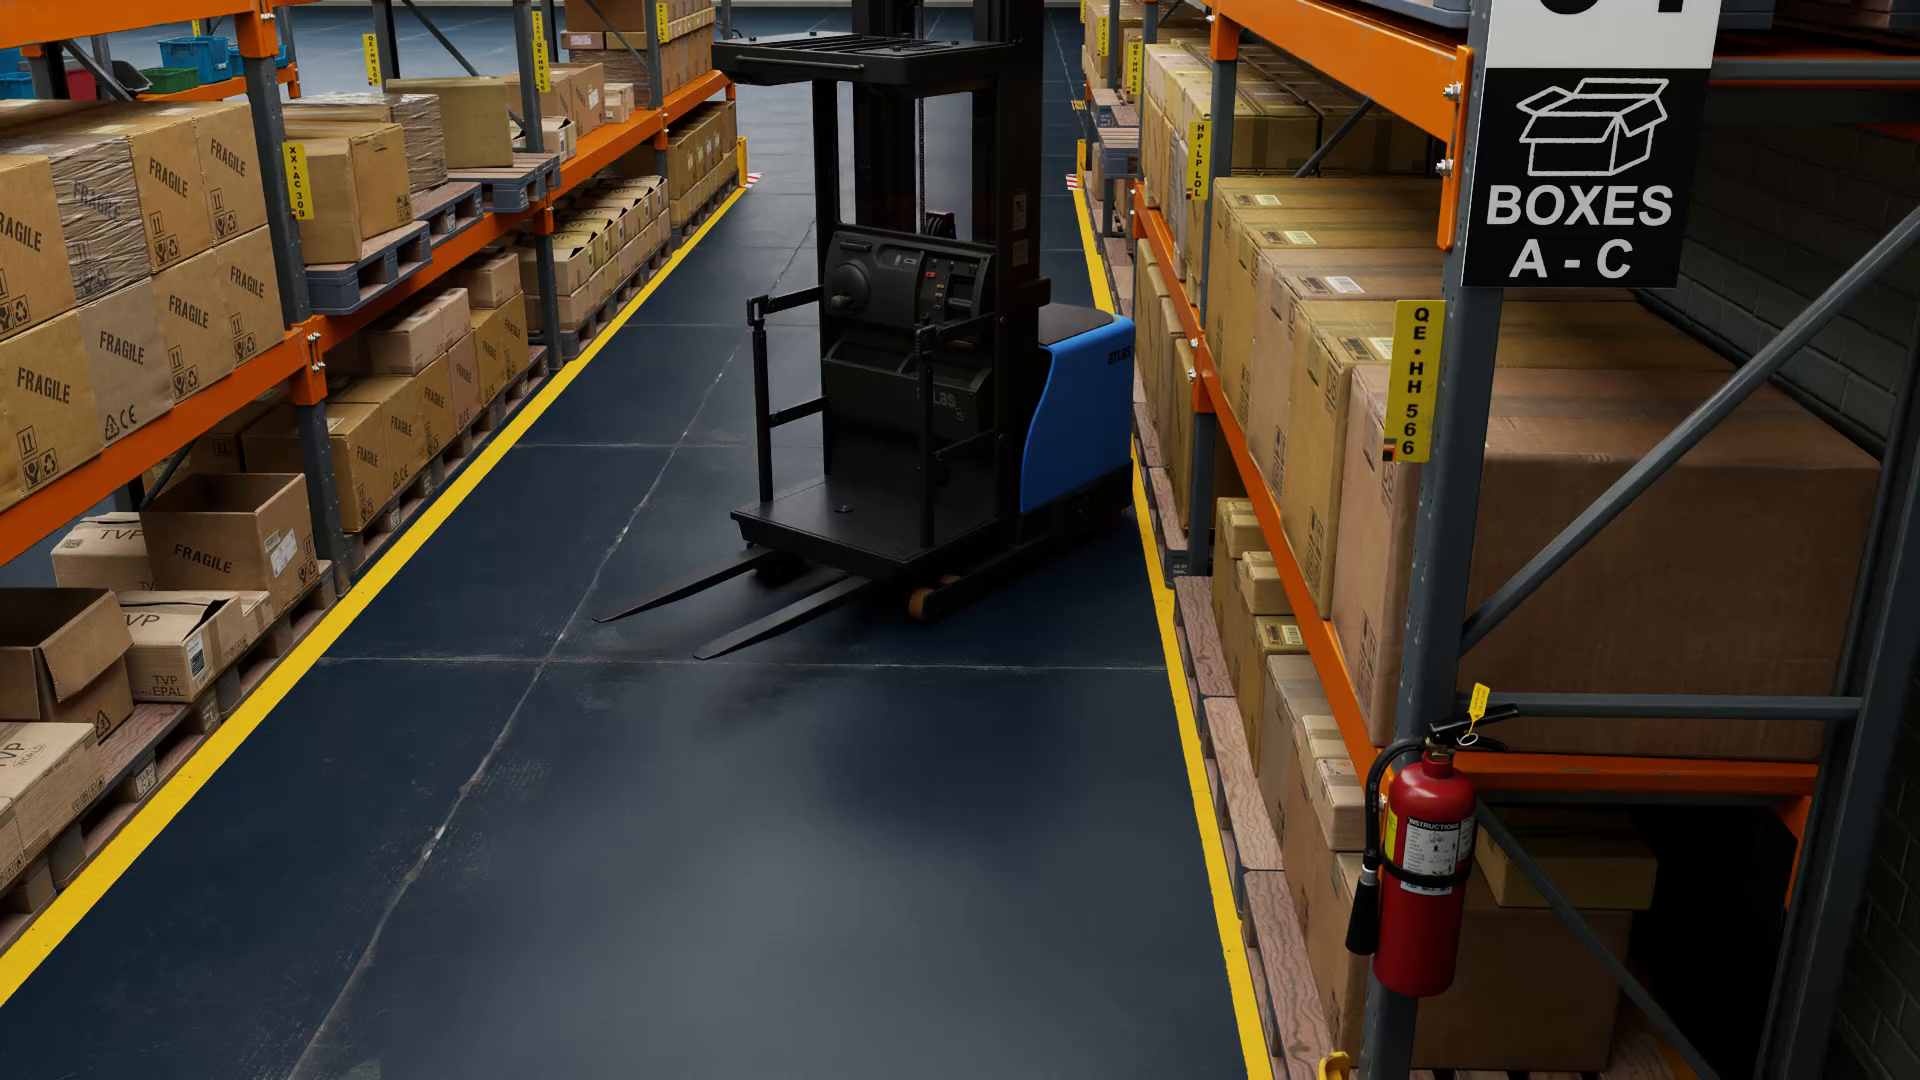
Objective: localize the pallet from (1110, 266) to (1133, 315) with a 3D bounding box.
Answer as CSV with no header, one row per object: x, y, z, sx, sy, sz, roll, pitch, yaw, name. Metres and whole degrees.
1.739,-1.961,13.292,1.003,0.211,1.213,1,21,2,pallet

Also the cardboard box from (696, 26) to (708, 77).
-3.073,-5.172,17.575,0.700,0.500,0.500,1,21,3,cardboard box

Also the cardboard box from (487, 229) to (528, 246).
-3.499,-2.147,12.362,0.500,0.311,0.500,0,21,1,cardboard box

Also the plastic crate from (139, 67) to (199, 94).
-7.784,-4.483,16.229,0.450,0.188,0.662,1,21,2,plastic crate

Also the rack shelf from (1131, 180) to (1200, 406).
1.613,-1.480,9.192,1.077,0.370,4.000,1,21,2,rack shelf

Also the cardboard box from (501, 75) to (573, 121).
-3.243,-3.245,12.608,0.500,0.500,0.500,0,21,-1,cardboard box

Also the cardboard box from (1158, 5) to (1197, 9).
2.063,-4.997,16.403,0.500,0.500,0.500,1,21,2,cardboard box

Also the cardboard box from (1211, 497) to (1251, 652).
1.427,0.146,6.880,0.700,0.500,0.500,1,21,2,cardboard box

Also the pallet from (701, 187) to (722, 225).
-3.056,-3.468,17.174,1.003,0.211,1.213,1,21,2,pallet

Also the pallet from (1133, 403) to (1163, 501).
1.534,-0.515,9.563,1.003,0.211,1.213,1,21,2,pallet

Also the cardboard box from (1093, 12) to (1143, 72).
1.510,-4.629,15.455,0.500,0.500,0.500,1,21,1,cardboard box

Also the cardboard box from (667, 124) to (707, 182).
-2.799,-3.827,16.431,0.500,0.500,0.500,1,21,2,cardboard box

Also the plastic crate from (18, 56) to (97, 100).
-7.816,-3.945,14.462,0.402,0.464,0.583,1,21,2,plastic crate

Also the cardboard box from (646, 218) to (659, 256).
-2.896,-2.616,14.345,0.500,0.250,0.500,0,21,1,cardboard box

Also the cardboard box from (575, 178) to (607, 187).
-3.418,-3.067,14.732,0.500,0.311,0.500,1,21,2,cardboard box

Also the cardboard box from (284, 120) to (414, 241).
-3.204,-1.806,8.319,0.700,0.500,0.500,4,22,10,cardboard box

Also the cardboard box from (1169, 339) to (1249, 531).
1.442,-0.523,8.120,0.750,0.750,0.750,1,21,2,cardboard box

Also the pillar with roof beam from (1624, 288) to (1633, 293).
-1.908,-3.674,5.558,9.100,9.000,0.400,1,21,2,pillar with roof beam

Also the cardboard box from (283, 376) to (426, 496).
-3.136,-0.551,8.649,0.500,0.500,0.500,1,21,2,cardboard box

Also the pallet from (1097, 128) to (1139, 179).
1.589,-2.708,11.627,1.213,0.211,1.003,1,21,2,pallet

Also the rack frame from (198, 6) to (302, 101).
-7.986,-5.540,18.661,1.000,3.000,0.127,1,21,2,rack frame

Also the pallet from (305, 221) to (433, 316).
-3.266,-1.344,8.111,1.003,0.211,1.213,1,21,2,pallet

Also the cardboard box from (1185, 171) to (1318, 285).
1.314,-1.457,7.560,0.500,0.500,0.500,0,21,1,cardboard box

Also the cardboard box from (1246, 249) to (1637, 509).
1.479,-0.509,5.280,0.980,0.700,0.700,0,21,-1,cardboard box

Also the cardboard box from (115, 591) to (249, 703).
-3.156,0.383,6.504,0.500,0.311,0.500,1,21,2,cardboard box

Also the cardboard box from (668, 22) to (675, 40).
-2.925,-4.852,15.851,0.380,0.149,0.250,0,21,0,cardboard box

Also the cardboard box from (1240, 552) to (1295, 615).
1.218,0.154,5.962,0.380,0.149,0.250,0,21,0,cardboard box

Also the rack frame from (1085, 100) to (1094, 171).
1.917,-5.431,18.380,1.000,3.000,0.127,1,21,2,rack frame

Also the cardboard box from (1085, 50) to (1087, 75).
1.583,-5.010,17.474,0.500,0.250,0.500,0,21,0,cardboard box

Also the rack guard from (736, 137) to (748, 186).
-3.034,-4.328,18.992,1.175,0.500,0.348,1,21,2,rack guard

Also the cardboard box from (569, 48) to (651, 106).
-3.149,-4.245,15.185,0.700,0.500,0.500,0,21,0,cardboard box

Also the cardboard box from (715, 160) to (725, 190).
-2.772,-3.839,17.498,0.500,0.250,0.500,1,21,2,cardboard box

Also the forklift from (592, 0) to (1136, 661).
-0.380,-1.187,7.536,1.130,2.935,3.031,15,26,35,forklift

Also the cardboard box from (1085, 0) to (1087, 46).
1.602,-5.551,17.832,0.500,0.500,0.500,1,21,2,cardboard box

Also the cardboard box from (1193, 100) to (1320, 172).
1.310,-1.808,7.429,0.500,0.250,0.500,1,21,3,cardboard box

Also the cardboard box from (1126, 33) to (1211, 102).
1.721,-3.851,13.561,0.700,0.500,0.500,3,21,7,cardboard box

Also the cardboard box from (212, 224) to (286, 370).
-3.158,-1.009,6.844,0.500,0.500,0.500,1,21,3,cardboard box

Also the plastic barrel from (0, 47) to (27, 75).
-8.422,-4.191,14.492,0.600,0.901,0.708,1,21,2,plastic barrel

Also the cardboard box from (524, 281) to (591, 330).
-2.969,-1.692,11.963,0.500,0.250,0.500,1,21,1,cardboard box

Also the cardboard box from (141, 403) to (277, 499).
-3.671,-0.367,8.175,0.500,0.500,0.500,1,21,1,cardboard box

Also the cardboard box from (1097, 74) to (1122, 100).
1.507,-4.099,15.126,0.500,0.250,0.500,1,21,2,cardboard box

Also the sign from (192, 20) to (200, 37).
-8.535,-5.677,18.631,0.100,0.325,0.005,1,21,2,sign

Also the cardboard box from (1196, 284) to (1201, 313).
1.279,-1.110,7.563,0.380,0.149,0.250,1,21,2,cardboard box

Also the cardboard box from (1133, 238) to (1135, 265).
1.768,-2.387,13.382,0.700,0.500,0.500,1,21,2,cardboard box

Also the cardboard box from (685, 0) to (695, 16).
-3.088,-5.576,16.820,0.700,0.500,0.500,1,21,2,cardboard box

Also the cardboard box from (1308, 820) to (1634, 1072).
1.351,1.069,4.502,0.700,0.500,0.500,1,21,2,cardboard box

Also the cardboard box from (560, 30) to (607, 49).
-3.362,-4.488,14.914,0.380,0.149,0.250,1,21,2,cardboard box

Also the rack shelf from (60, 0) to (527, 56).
-3.339,-2.932,8.786,1.077,0.370,4.000,1,21,2,rack shelf

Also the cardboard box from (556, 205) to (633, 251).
-2.928,-2.514,13.306,0.500,0.311,0.500,0,21,1,cardboard box

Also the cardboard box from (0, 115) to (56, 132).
-3.711,-1.305,6.224,0.500,0.500,0.500,0,21,0,cardboard box

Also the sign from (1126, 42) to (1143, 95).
1.131,-3.044,10.737,0.100,0.325,0.005,1,21,2,sign

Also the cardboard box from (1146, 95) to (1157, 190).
1.378,-2.371,9.917,0.500,0.500,0.500,1,21,3,cardboard box

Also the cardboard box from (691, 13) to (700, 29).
-2.888,-5.320,17.059,0.380,0.149,0.250,1,21,3,cardboard box

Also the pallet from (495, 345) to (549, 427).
-3.339,-1.022,10.872,1.003,0.211,1.213,1,21,2,pallet
